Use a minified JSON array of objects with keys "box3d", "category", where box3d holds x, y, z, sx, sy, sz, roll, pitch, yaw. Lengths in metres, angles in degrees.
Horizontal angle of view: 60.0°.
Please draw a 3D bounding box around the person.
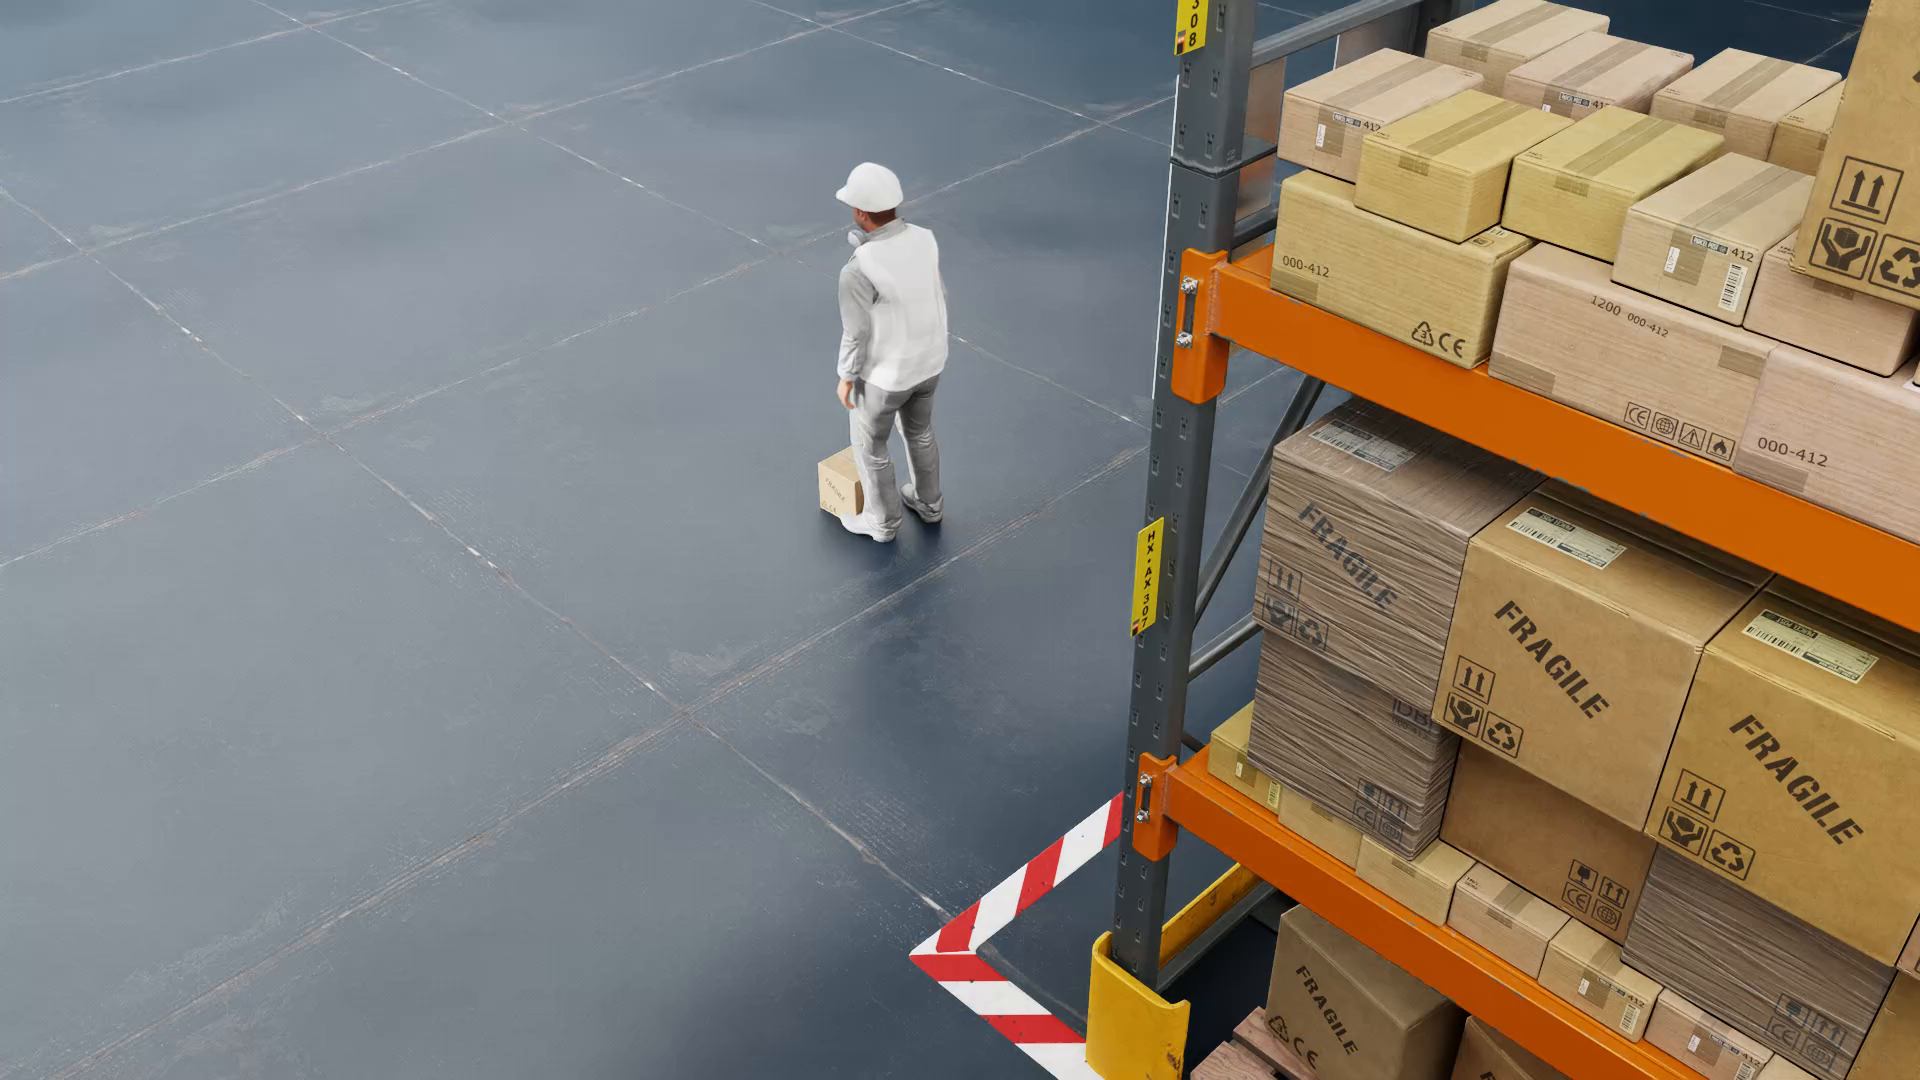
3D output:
[{"box3d":[-0.296,-0.782,7.229,0.465,1.771,0.575,29,45,35],"category":"person"}]
